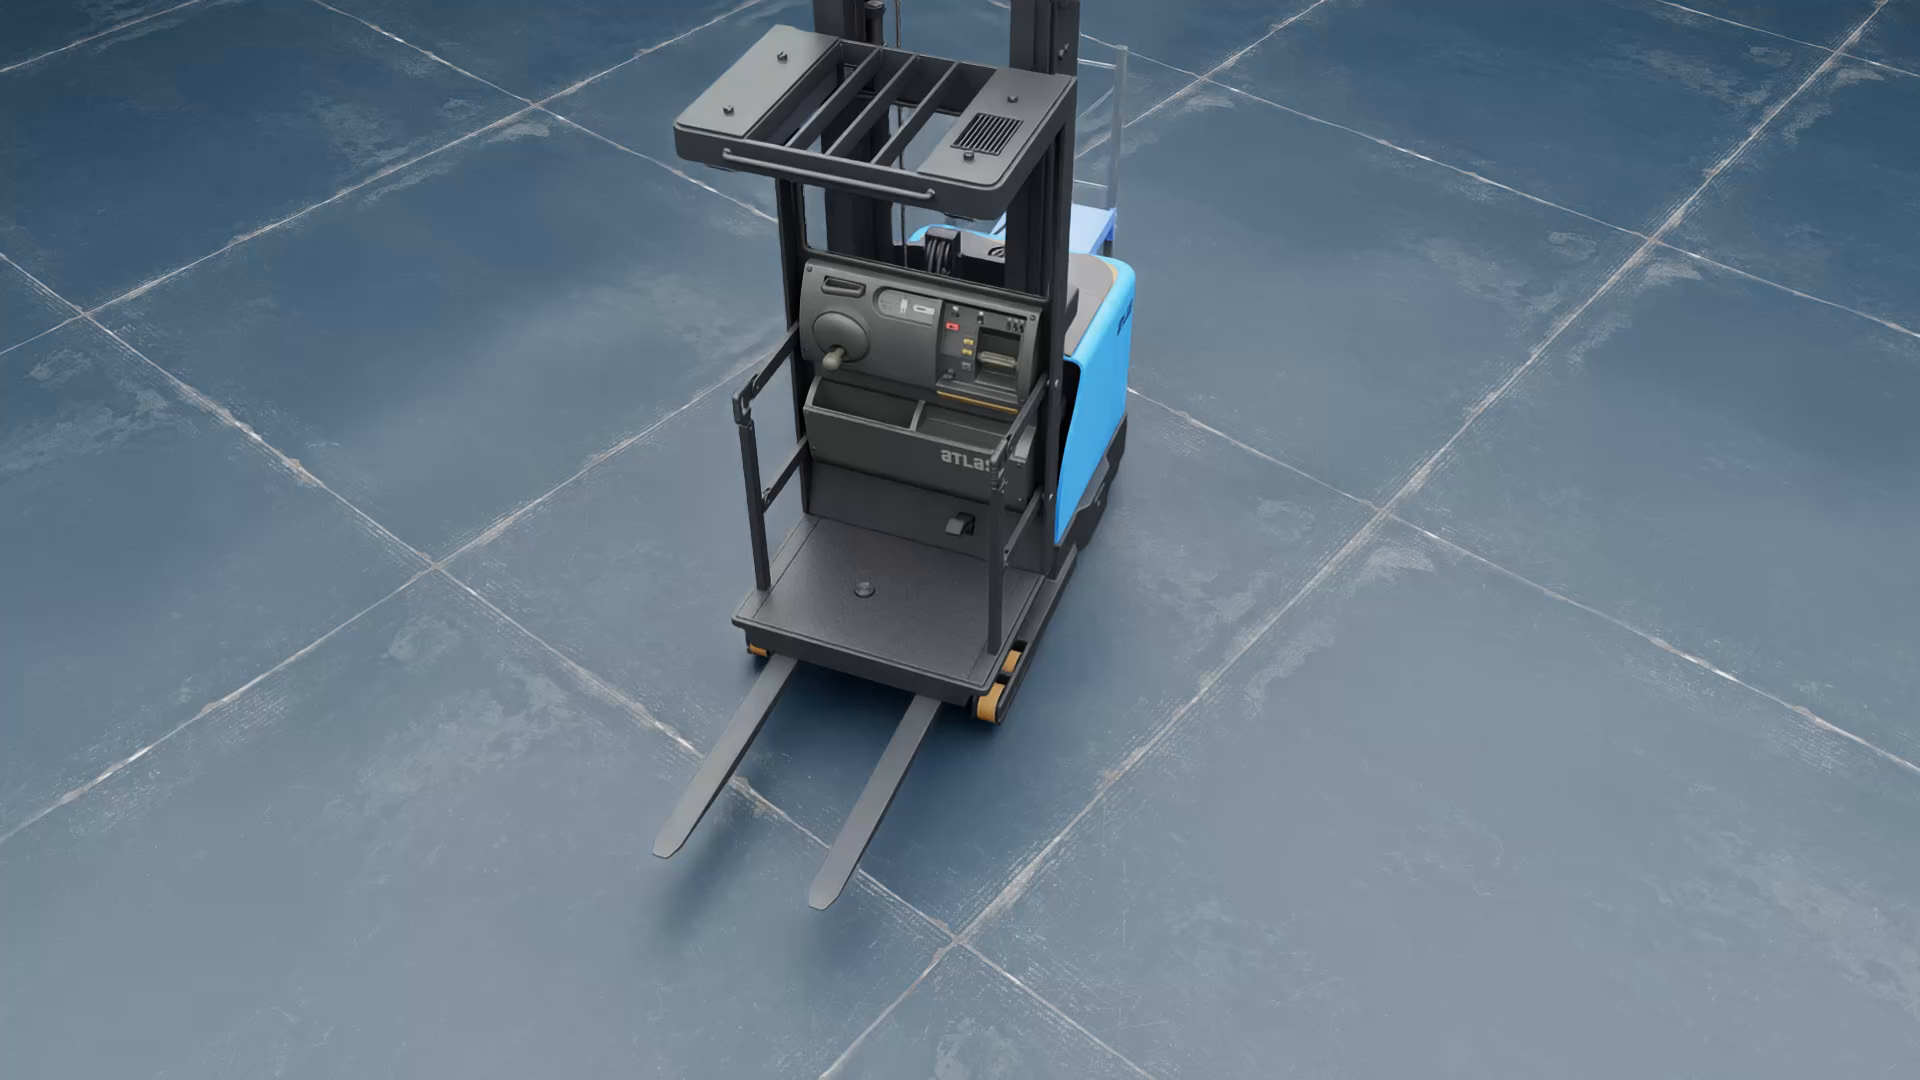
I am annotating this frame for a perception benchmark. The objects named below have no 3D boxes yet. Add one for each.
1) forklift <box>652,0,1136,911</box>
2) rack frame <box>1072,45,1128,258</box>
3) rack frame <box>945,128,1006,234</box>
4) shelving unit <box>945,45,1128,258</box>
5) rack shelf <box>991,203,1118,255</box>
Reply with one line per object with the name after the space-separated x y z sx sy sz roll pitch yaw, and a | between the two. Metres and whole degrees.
-0.233 -0.678 6.000 1.130 2.935 3.031 15 44 15 | forklift
0.541 -1.785 8.281 0.500 1.500 0.032 15 44 15 | rack frame
0.174 -1.147 7.579 0.500 1.500 0.032 15 44 15 | rack frame
0.357 -1.466 7.930 0.538 1.500 1.048 15 44 15 | shelving unit
0.357 -1.333 8.051 0.538 0.185 1.000 15 44 15 | rack shelf
